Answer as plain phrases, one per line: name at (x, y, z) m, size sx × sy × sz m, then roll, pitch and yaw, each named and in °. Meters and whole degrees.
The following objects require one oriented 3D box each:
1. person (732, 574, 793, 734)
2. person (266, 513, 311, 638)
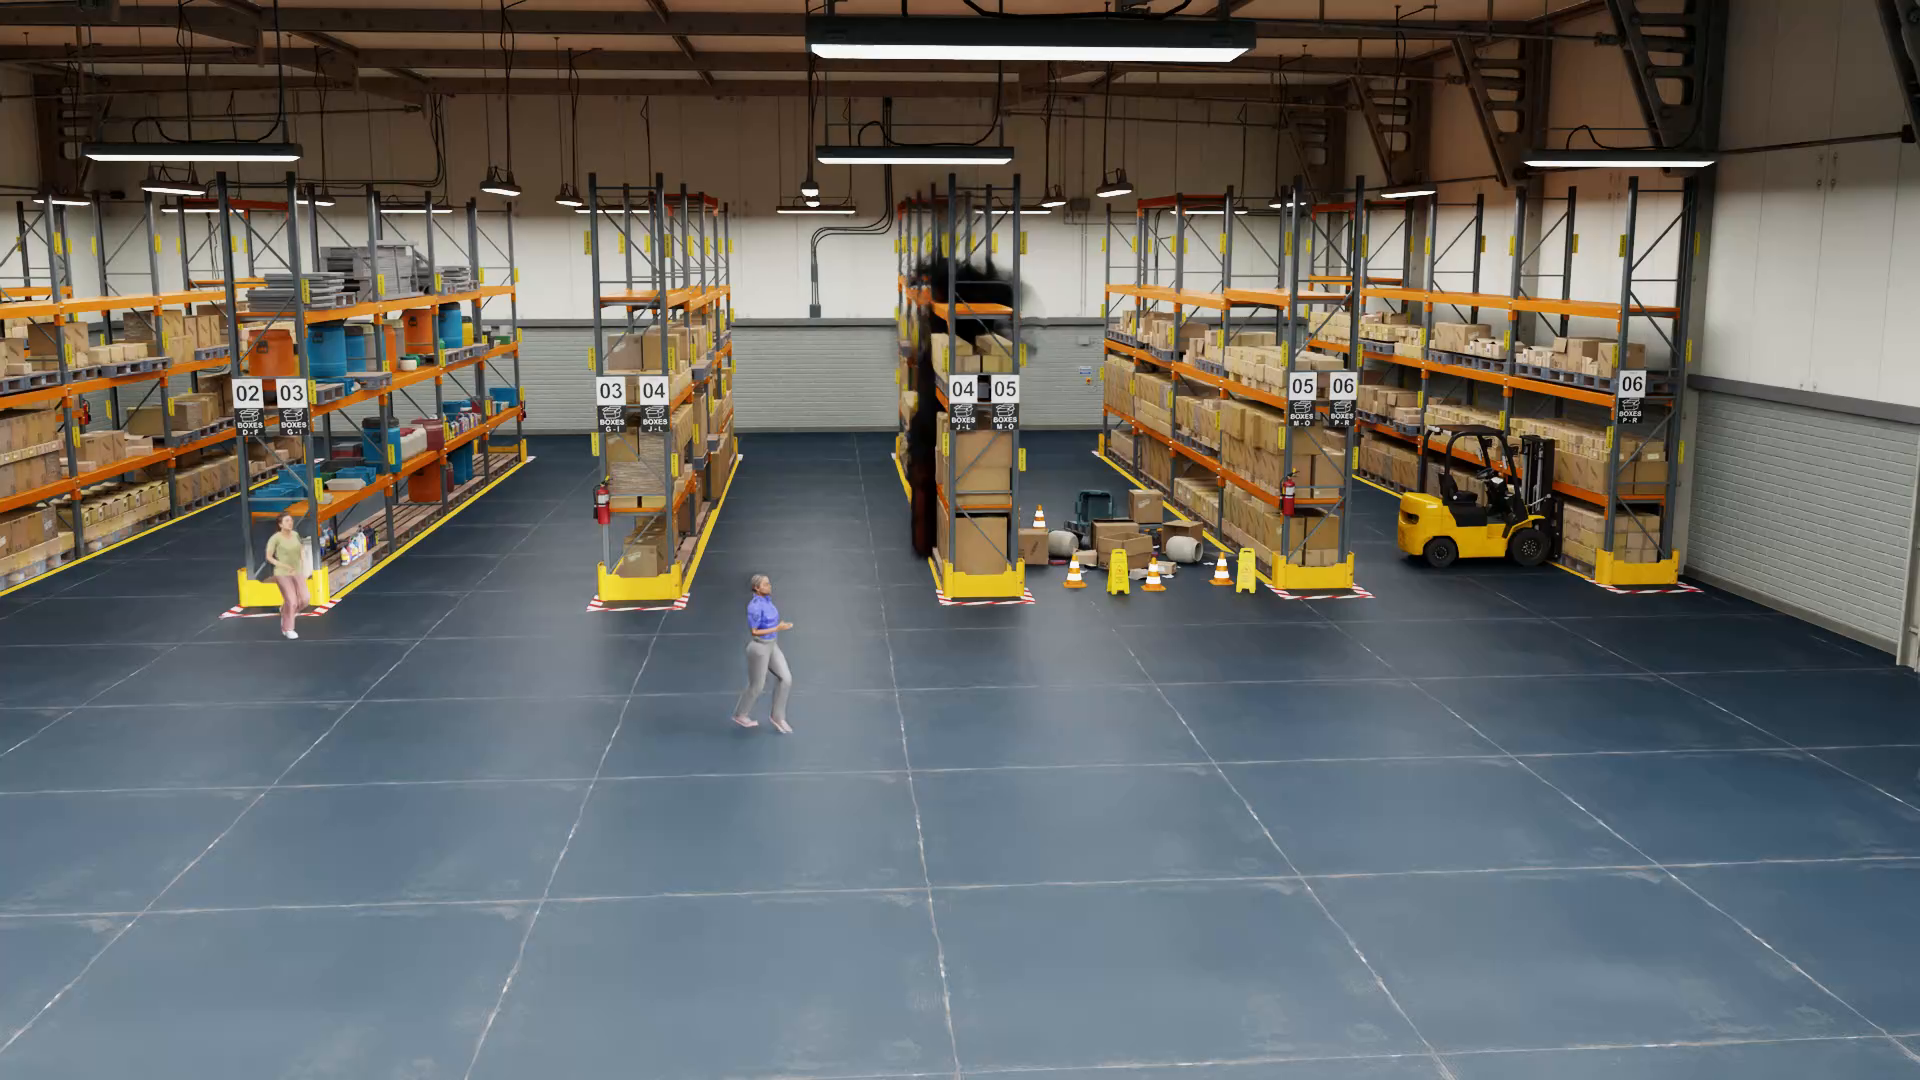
person at (-2.033, 1.191, 17.228) m, size 0.714 × 1.715 × 0.556 m, roll 4°, pitch 11°, yaw 20°
person at (-8.686, 0.445, 21.526) m, size 0.569 × 1.634 × 0.614 m, roll 6°, pitch 12°, yaw 29°
